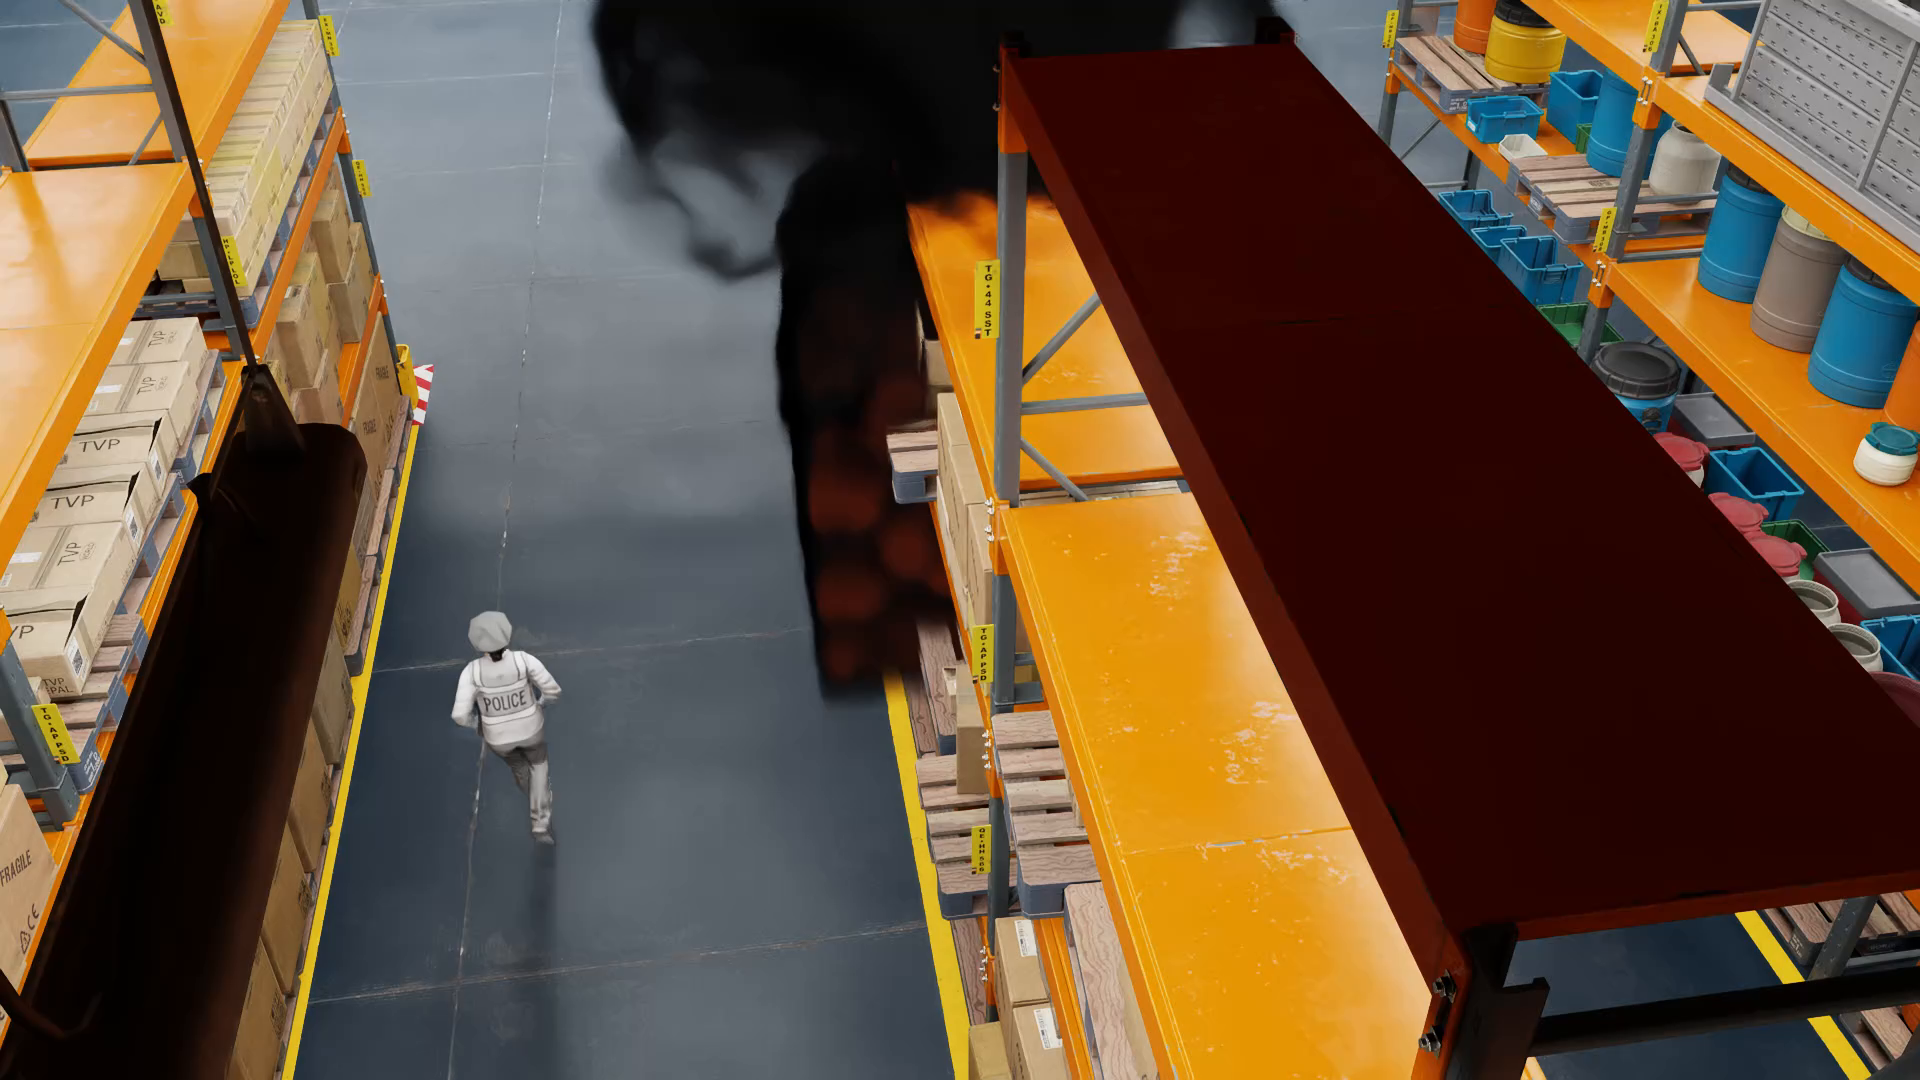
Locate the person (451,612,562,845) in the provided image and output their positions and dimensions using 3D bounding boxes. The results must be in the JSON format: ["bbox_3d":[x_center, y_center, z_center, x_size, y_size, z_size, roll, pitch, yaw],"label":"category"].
[{"bbox_3d":[-2.685,1.154,10.010,0.644,1.681,0.658,-11,38,-14],"label":"person"}]
